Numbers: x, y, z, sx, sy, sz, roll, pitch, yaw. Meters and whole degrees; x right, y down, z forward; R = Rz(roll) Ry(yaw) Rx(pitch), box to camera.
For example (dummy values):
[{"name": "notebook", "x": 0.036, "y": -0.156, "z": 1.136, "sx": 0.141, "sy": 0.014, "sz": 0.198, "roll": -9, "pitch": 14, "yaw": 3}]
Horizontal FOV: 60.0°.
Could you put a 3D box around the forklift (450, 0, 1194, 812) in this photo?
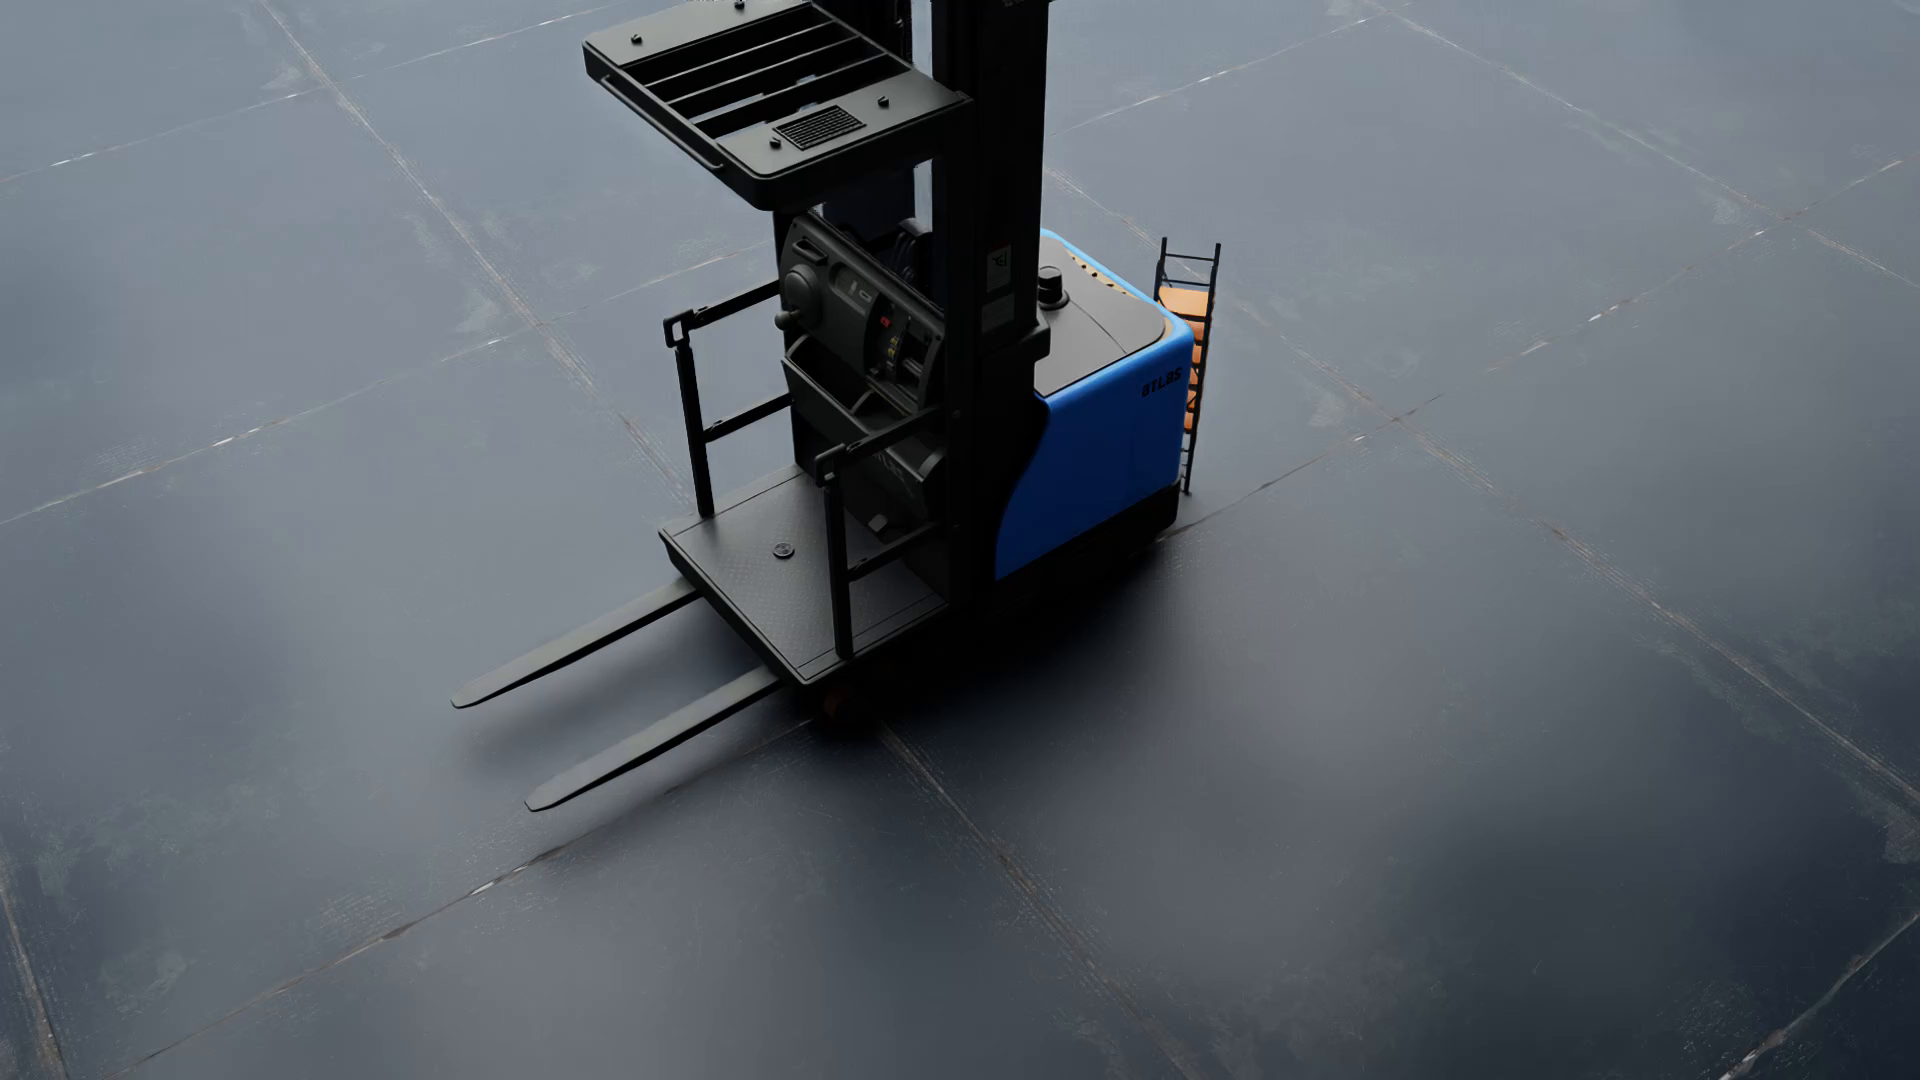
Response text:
[{"name": "forklift", "x": -0.530, "y": -0.756, "z": 5.910, "sx": 3.031, "sy": 2.935, "sz": 1.130, "roll": -28, "pitch": 50, "yaw": -26}]

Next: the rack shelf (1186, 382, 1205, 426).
[{"name": "rack shelf", "x": 0.926, "y": -0.609, "z": 7.248, "sx": 0.258, "sy": 0.103, "sz": 0.180, "roll": 8, "pitch": 44, "yaw": 8}]

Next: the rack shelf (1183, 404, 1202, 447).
[{"name": "rack shelf", "x": 0.926, "y": -0.522, "z": 7.331, "sx": 0.258, "sy": 0.103, "sz": 0.180, "roll": 8, "pitch": 44, "yaw": 8}]

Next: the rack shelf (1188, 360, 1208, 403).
[{"name": "rack shelf", "x": 0.926, "y": -0.695, "z": 7.165, "sx": 0.258, "sy": 0.103, "sz": 0.180, "roll": 8, "pitch": 44, "yaw": 8}]

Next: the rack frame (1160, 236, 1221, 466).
[{"name": "rack frame", "x": 0.945, "y": -0.789, "z": 7.199, "sx": 0.240, "sy": 1.200, "sz": 0.006, "roll": 8, "pitch": 44, "yaw": 8}]

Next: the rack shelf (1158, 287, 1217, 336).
[{"name": "rack shelf", "x": 0.926, "y": -0.956, "z": 6.916, "sx": 0.258, "sy": 0.103, "sz": 0.180, "roll": 8, "pitch": 44, "yaw": 8}]

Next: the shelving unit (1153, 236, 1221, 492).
[{"name": "shelving unit", "x": 0.926, "y": -0.728, "z": 7.134, "sx": 0.258, "sy": 1.200, "sz": 0.189, "roll": 8, "pitch": 44, "yaw": 8}]

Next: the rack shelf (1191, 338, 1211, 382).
[{"name": "rack shelf", "x": 0.926, "y": -0.782, "z": 7.082, "sx": 0.258, "sy": 0.103, "sz": 0.180, "roll": 8, "pitch": 44, "yaw": 8}]

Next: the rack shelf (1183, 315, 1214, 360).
[{"name": "rack shelf", "x": 0.926, "y": -0.869, "z": 6.999, "sx": 0.258, "sy": 0.103, "sz": 0.180, "roll": 8, "pitch": 44, "yaw": 8}]

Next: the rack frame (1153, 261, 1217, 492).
[{"name": "rack frame", "x": 0.908, "y": -0.666, "z": 7.069, "sx": 0.240, "sy": 1.200, "sz": 0.006, "roll": 8, "pitch": 44, "yaw": 8}]
